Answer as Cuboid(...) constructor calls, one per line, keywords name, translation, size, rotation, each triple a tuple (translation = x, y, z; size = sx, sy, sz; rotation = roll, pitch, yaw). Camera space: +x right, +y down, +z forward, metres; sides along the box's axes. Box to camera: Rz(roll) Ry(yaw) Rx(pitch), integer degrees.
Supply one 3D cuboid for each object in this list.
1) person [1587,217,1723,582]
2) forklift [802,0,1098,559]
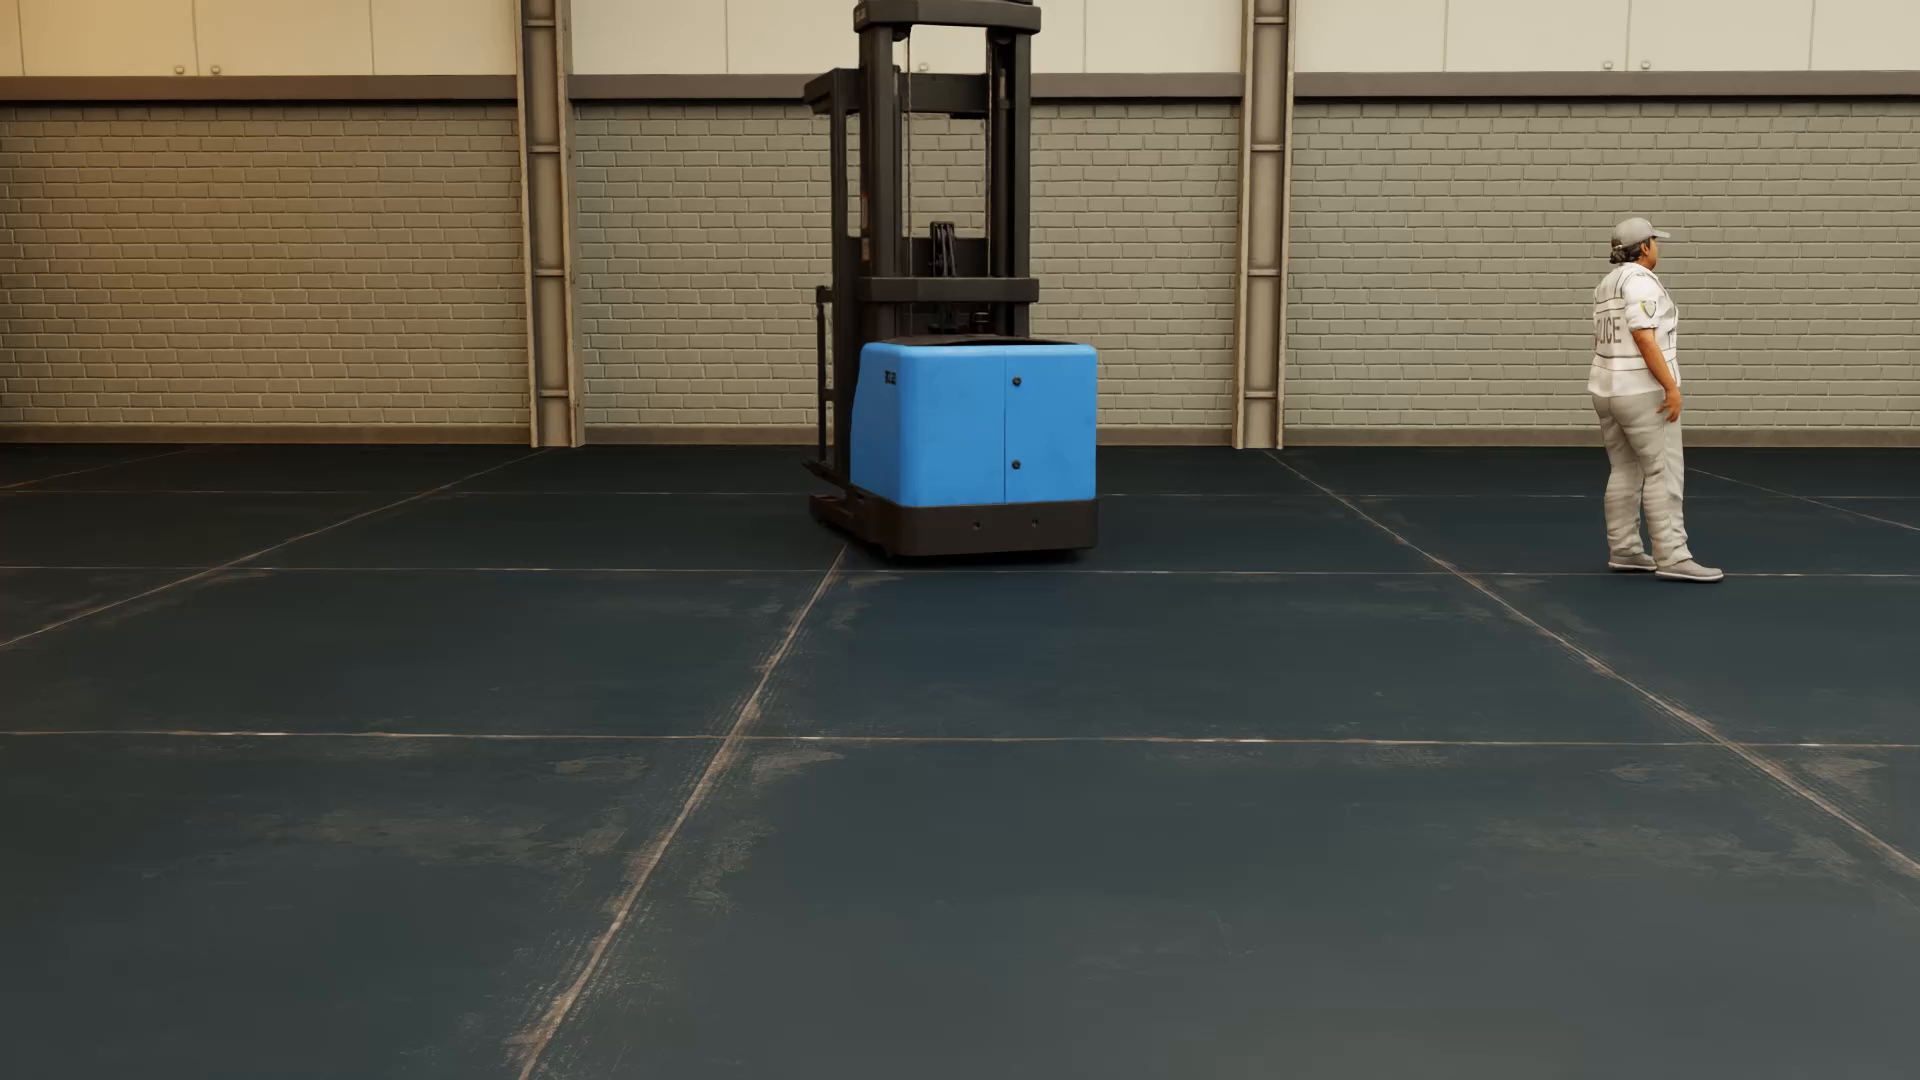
Cuboid(name="person", translation=(3.269, -0.673, 7.837), size=(0.529, 1.670, 0.598), rotation=(-1, 9, -4))
Cuboid(name="forklift", translation=(-0.243, -1.537, 9.356), size=(1.130, 2.935, 3.031), rotation=(-3, 9, -18))
